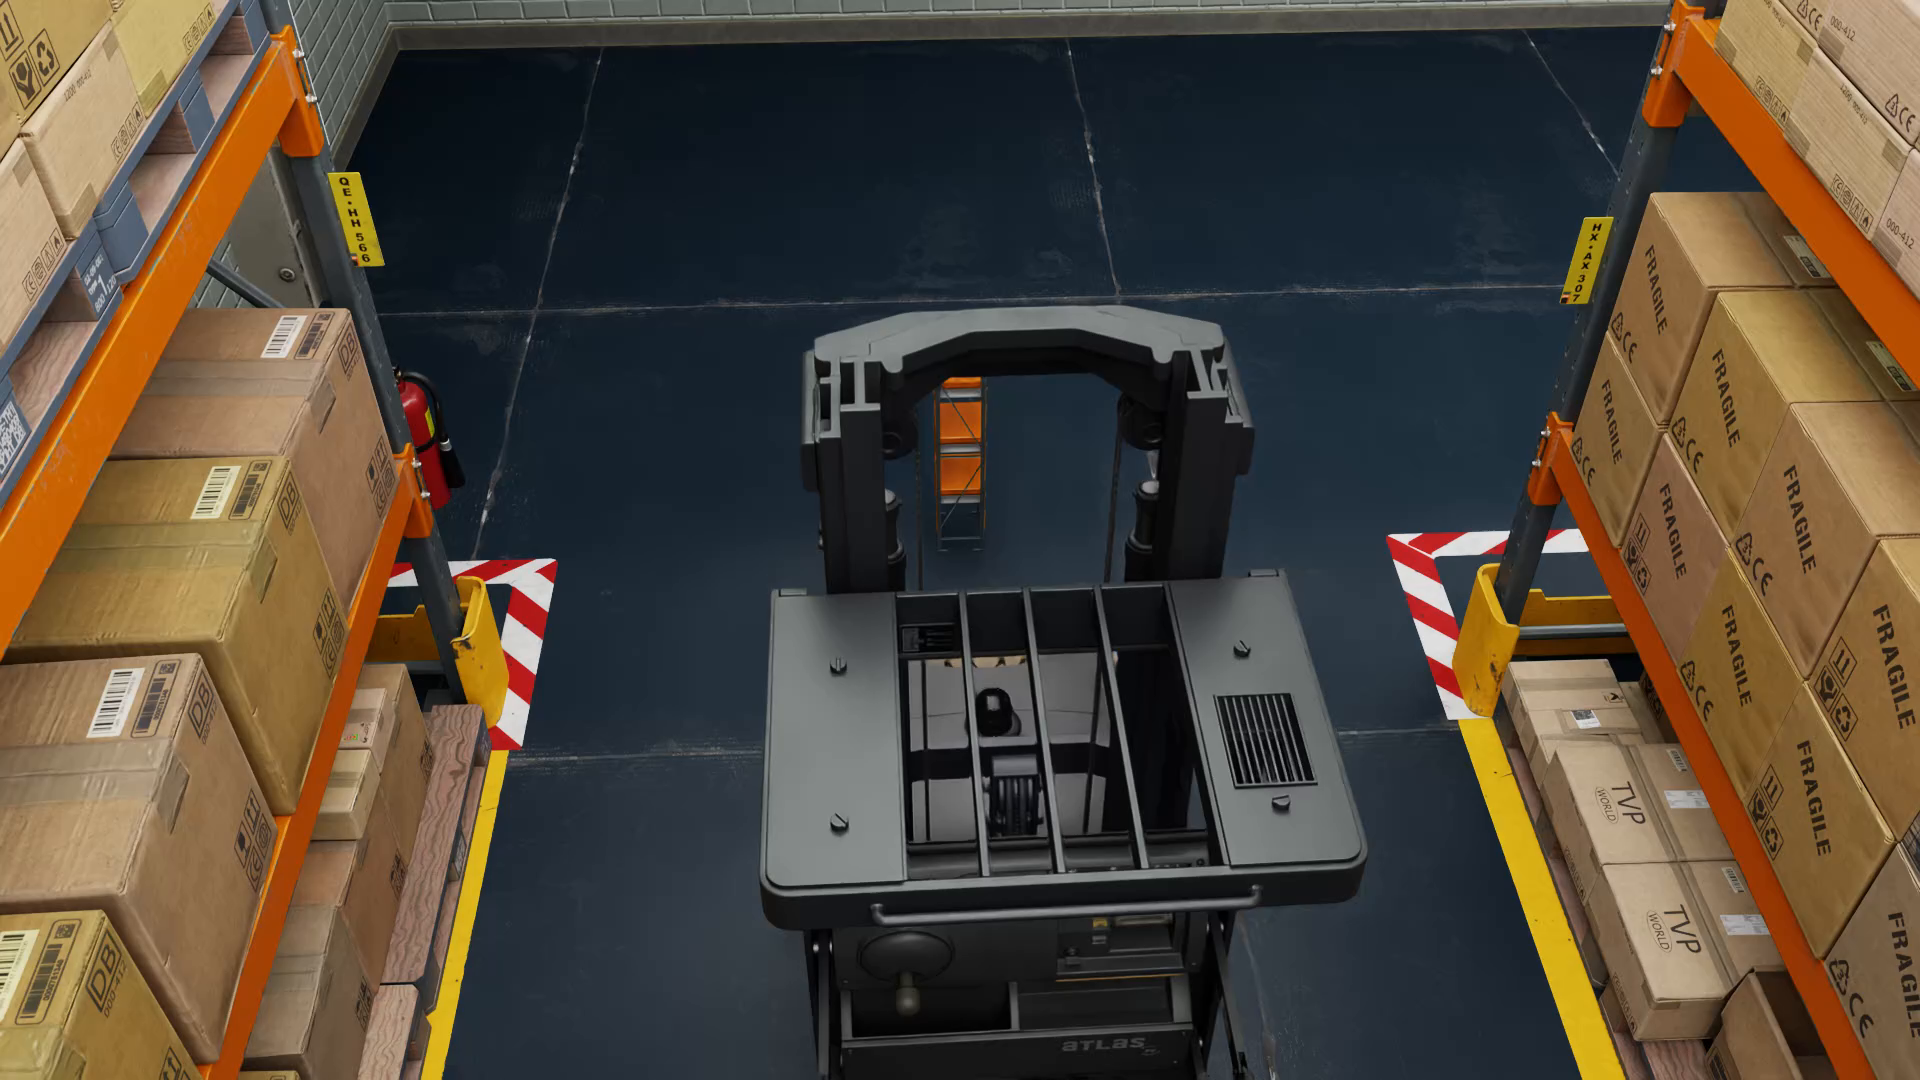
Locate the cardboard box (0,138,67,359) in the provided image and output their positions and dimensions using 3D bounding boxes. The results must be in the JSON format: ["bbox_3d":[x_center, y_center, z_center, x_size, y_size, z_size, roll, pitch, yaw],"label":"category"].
[{"bbox_3d":[-2.035,-0.504,3.087,0.500,0.250,0.500,-3,43,-3],"label":"cardboard box"}]

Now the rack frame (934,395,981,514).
[{"bbox_3d":[-0.007,-0.506,7.025,0.200,1.050,0.008,-2,43,-2],"label":"rack frame"}]

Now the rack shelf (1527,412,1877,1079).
[{"bbox_3d":[2.653,1.019,4.451,1.077,0.370,4.000,-2,43,-2],"label":"rack shelf"}]

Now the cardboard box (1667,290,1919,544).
[{"bbox_3d":[2.353,-0.342,4.589,0.500,0.500,0.500,-1,43,-1],"label":"cardboard box"}]

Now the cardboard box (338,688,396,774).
[{"bbox_3d":[-2.064,0.627,5.405,0.380,0.149,0.250,-2,43,-2],"label":"cardboard box"}]

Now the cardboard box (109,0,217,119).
[{"bbox_3d":[-2.085,-1.207,3.853,0.500,0.250,0.500,0,43,0],"label":"cardboard box"}]

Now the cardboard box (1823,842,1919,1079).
[{"bbox_3d":[2.413,1.042,3.819,0.500,0.500,0.500,-1,43,-1],"label":"cardboard box"}]

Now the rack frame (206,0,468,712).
[{"bbox_3d":[-2.381,-0.452,5.523,1.000,3.000,0.127,-2,43,-2],"label":"rack frame"}]

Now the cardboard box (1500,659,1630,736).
[{"bbox_3d":[2.242,0.585,6.176,0.380,0.149,0.250,-2,43,-2],"label":"cardboard box"}]

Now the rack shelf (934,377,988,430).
[{"bbox_3d":[-0.002,-0.625,6.750,0.215,0.259,0.240,-2,43,-2],"label":"rack shelf"}]

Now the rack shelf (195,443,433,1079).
[{"bbox_3d":[-2.296,1.164,4.293,1.077,0.370,4.000,-2,43,-2],"label":"rack shelf"}]

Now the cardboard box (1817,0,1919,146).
[{"bbox_3d":[2.344,-1.139,3.794,0.500,0.250,0.500,-2,43,-2],"label":"cardboard box"}]

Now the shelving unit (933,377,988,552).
[{"bbox_3d":[-0.002,-0.423,6.935,0.215,1.050,0.252,-2,43,-2],"label":"shelving unit"}]

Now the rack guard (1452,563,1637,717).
[{"bbox_3d":[2.571,0.377,6.469,1.175,0.500,0.348,-2,43,-2],"label":"rack guard"}]

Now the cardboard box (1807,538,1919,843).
[{"bbox_3d":[2.392,0.339,3.846,0.500,0.500,0.500,-2,43,-2],"label":"cardboard box"}]

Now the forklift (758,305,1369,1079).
[{"bbox_3d":[0.164,1.043,3.943,1.130,2.935,3.031,-2,43,-3],"label":"forklift"}]

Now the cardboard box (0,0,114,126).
[{"bbox_3d":[-2.067,-1.146,3.231,0.500,0.500,0.500,0,43,-1],"label":"cardboard box"}]

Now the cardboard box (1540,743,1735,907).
[{"bbox_3d":[2.329,0.968,5.683,0.500,0.250,0.500,-2,43,-2],"label":"cardboard box"}]

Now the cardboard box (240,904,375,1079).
[{"bbox_3d":[-2.208,1.462,4.974,0.700,0.500,0.500,-3,43,-3],"label":"cardboard box"}]

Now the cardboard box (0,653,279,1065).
[{"bbox_3d":[-2.285,0.788,3.949,0.980,0.700,0.700,-4,43,-4],"label":"cardboard box"}]

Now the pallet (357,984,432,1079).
[{"bbox_3d":[-2.220,1.936,4.982,1.003,0.211,1.213,-2,43,-2],"label":"pallet"}]

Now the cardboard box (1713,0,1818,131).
[{"bbox_3d":[2.335,-1.293,4.331,0.500,0.250,0.500,-2,43,-2],"label":"cardboard box"}]

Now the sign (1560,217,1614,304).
[{"bbox_3d":[2.026,-0.900,5.371,0.100,0.325,0.005,-2,43,-2],"label":"sign"}]

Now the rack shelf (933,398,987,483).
[{"bbox_3d":[-0.002,-0.415,6.942,0.215,0.259,0.240,-2,43,-2],"label":"rack shelf"}]

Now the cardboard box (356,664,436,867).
[{"bbox_3d":[-2.252,0.785,5.713,0.700,0.500,0.500,-2,43,-2],"label":"cardboard box"}]

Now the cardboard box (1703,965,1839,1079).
[{"bbox_3d":[2.653,1.594,4.813,0.797,0.503,0.637,-2,43,-2],"label":"cardboard box"}]

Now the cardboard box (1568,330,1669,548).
[{"bbox_3d":[2.323,-0.326,5.312,0.500,0.500,0.500,-1,43,-1],"label":"cardboard box"}]

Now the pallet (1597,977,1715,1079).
[{"bbox_3d":[2.654,1.843,5.083,1.003,0.211,1.213,-2,43,-2],"label":"pallet"}]

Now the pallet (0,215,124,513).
[{"bbox_3d":[-2.285,-0.199,3.092,1.003,0.211,1.213,-2,43,-2],"label":"pallet"}]

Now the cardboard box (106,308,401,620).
[{"bbox_3d":[-2.350,-0.218,5.046,0.980,0.700,0.700,0,43,0],"label":"cardboard box"}]

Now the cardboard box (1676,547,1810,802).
[{"bbox_3d":[2.369,0.361,4.562,0.500,0.500,0.500,-2,43,-2],"label":"cardboard box"}]

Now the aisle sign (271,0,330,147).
[{"bbox_3d":[-2.085,-1.467,4.707,0.394,0.787,0.004,-2,43,-2],"label":"aisle sign"}]

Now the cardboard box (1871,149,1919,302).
[{"bbox_3d":[2.367,-0.617,3.595,0.500,0.250,0.500,-2,43,-2],"label":"cardboard box"}]

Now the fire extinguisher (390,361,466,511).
[{"bbox_3d":[-1.927,-0.401,5.800,0.296,0.674,0.183,-2,43,-2],"label":"fire extinguisher"}]
